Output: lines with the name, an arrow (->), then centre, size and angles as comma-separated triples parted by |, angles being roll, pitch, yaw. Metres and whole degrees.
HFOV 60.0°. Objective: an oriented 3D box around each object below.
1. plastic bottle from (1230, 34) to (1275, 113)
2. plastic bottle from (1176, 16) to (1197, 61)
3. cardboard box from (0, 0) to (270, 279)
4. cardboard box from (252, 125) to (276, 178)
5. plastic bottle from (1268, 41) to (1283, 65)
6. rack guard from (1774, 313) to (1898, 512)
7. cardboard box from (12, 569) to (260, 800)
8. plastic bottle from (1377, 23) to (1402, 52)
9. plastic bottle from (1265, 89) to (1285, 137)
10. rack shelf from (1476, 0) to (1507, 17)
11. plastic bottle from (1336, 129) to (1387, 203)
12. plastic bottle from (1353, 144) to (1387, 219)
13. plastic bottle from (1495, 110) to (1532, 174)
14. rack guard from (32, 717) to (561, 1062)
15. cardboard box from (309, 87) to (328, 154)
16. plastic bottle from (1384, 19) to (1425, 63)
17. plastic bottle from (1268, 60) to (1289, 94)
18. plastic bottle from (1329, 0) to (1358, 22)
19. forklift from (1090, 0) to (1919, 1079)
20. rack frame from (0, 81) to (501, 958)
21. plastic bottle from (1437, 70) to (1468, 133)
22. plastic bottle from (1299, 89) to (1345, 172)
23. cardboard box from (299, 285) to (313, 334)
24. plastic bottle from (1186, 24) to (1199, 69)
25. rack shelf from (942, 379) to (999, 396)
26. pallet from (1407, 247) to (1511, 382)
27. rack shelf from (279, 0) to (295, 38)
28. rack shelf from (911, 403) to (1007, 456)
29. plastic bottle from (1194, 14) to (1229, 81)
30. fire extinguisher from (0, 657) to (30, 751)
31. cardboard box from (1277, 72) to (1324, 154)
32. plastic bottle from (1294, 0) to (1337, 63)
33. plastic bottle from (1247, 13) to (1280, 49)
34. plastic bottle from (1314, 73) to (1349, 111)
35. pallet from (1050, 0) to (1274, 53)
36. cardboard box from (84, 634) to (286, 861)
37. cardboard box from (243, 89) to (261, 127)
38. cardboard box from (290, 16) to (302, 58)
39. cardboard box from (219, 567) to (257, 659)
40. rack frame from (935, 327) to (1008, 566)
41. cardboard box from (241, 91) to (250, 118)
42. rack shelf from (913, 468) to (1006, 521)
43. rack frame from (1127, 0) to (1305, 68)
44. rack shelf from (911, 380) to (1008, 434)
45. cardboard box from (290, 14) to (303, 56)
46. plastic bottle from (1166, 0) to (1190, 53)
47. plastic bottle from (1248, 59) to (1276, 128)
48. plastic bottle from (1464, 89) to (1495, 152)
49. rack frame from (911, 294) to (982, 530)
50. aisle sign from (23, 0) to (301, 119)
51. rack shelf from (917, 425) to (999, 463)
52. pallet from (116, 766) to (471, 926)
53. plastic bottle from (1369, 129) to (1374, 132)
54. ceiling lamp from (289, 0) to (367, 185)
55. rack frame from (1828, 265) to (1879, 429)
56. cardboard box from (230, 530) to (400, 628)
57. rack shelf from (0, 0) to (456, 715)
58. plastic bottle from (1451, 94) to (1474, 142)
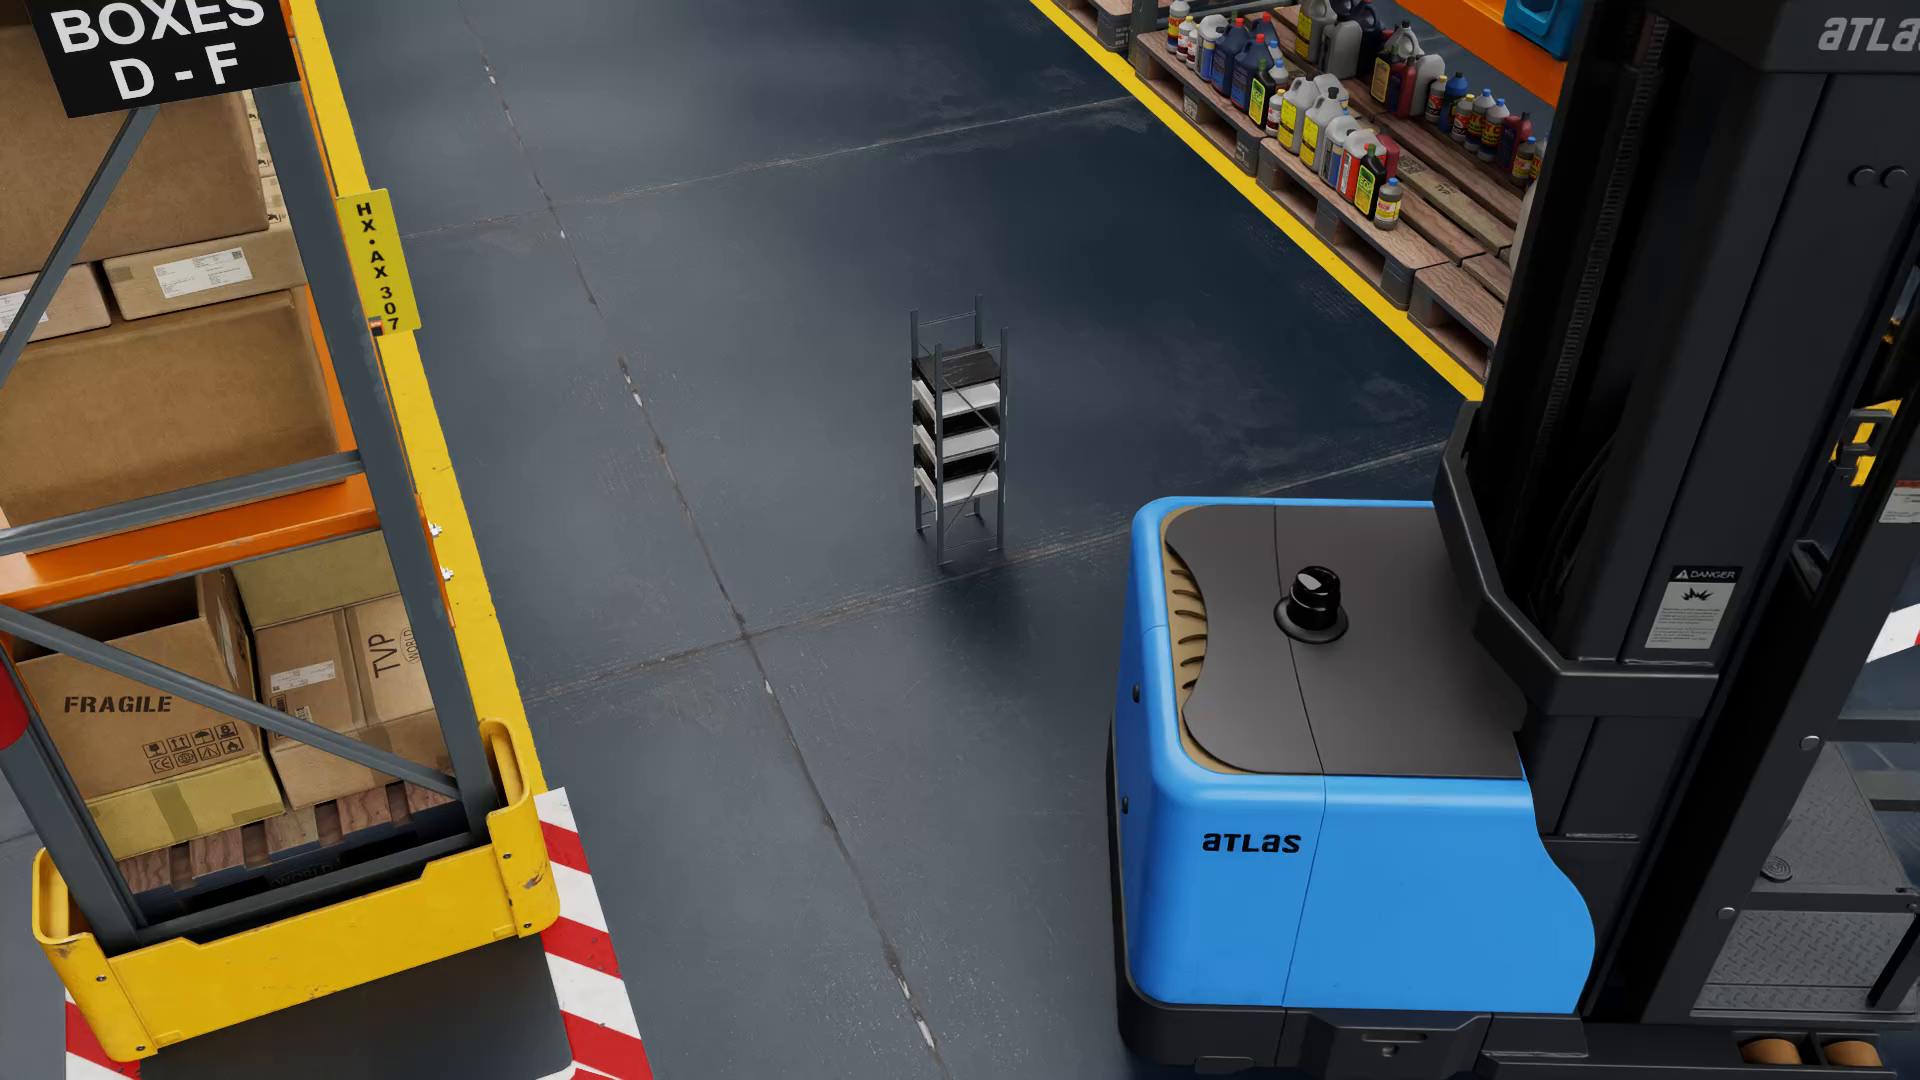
plastic bottle -> 1.353, -2.167, 7.664 | 0.144, 0.351, 0.185 | -17, 43, -19
plastic bottle -> 1.111, -2.451, 8.109 | 0.097, 0.201, 0.097 | 0, 41, 0
cardboard box -> -1.879, -0.911, 3.437 | 0.700, 0.500, 0.500 | -15, 43, -17
cardboard box -> -1.747, -0.797, 3.802 | 0.389, 0.149, 0.264 | -15, 43, -16
plastic bottle -> 1.448, -2.193, 7.755 | 0.097, 0.271, 0.097 | 0, 41, 0
rack guard -> 2.813, -0.385, 5.814 | 1.175, 0.500, 0.348 | -15, 43, -17
cardboard box -> -2.172, 0.285, 4.329 | 0.500, 0.500, 0.500 | -15, 43, -17
plastic bottle -> 2.042, -2.325, 7.900 | 0.061, 0.283, 0.133 | -12, 42, -14
plastic bottle -> 1.439, -1.934, 7.507 | 0.097, 0.201, 0.097 | 0, 41, 0
rack shelf -> 2.120, -2.305, 6.531 | 0.919, 0.124, 3.809 | -15, 43, -17
plastic bottle -> 1.707, -1.588, 7.048 | 0.152, 0.276, 0.135 | -15, 43, -17
plastic bottle -> 1.716, -1.498, 6.937 | 0.061, 0.283, 0.133 | -14, 43, -16
plastic bottle -> 2.410, -1.746, 7.226 | 0.061, 0.283, 0.133 | -14, 43, -16
rack guard -> -1.683, 0.897, 4.323 | 1.175, 0.500, 0.348 | -15, 43, -17
cardboard box -> -3.148, -1.896, 7.441 | 0.500, 0.250, 0.500 | -16, 43, -18
plastic bottle -> 2.065, -2.244, 7.753 | 0.144, 0.351, 0.185 | -15, 43, -17
plastic bottle -> 1.444, -2.058, 7.597 | 0.097, 0.271, 0.097 | 0, 41, 0
plastic bottle -> 1.868, -2.554, 8.114 | 0.144, 0.351, 0.185 | -16, 43, -18
forklift -> 1.879, -0.048, 3.558 | 3.031, 2.935, 1.130 | 3, 41, 4
rack frame -> -1.692, -0.065, 3.525 | 1.000, 3.000, 0.127 | -15, 43, -17
plastic bottle -> 2.233, -1.989, 7.518 | 0.097, 0.271, 0.097 | 0, 41, 0
plastic bottle -> 1.587, -1.799, 7.235 | 0.144, 0.351, 0.185 | -13, 42, -15
cardboard box -> -2.064, -0.702, 4.189 | 0.700, 0.500, 0.500 | -14, 43, -16
plastic bottle -> 1.150, -2.390, 8.037 | 0.097, 0.201, 0.097 | 0, 41, 0
rack shelf -> -0.003, -0.537, 5.298 | 0.199, 0.015, 0.184 | -15, 43, -17
pallet -> 2.507, -0.766, 6.479 | 1.003, 0.211, 1.213 | -15, 43, -17
rack shelf -> -2.457, -2.134, 4.182 | 1.077, 0.370, 4.000 | -15, 43, -17
rack shelf -> -0.003, -0.389, 5.425 | 0.258, 0.077, 0.200 | -15, 43, -17
plastic bottle -> 1.221, -2.353, 7.937 | 0.152, 0.276, 0.135 | -14, 43, -15
fire extinguisher -> -2.076, 0.152, 3.333 | 0.296, 0.674, 0.183 | -15, 43, -17
cardboard box -> -1.123, -2.335, 7.706 | 4.512, 0.551, 3.341 | -16, 43, -18
plastic bottle -> 1.735, -2.518, 8.072 | 0.144, 0.351, 0.185 | -15, 43, -17
plastic bottle -> 1.414, -2.317, 7.838 | 0.144, 0.351, 0.185 | -15, 43, -17
plastic bottle -> 1.643, -1.935, 7.451 | 0.152, 0.276, 0.135 | -15, 43, -17
pallet -> 1.019, -3.114, 9.209 | 1.003, 0.211, 1.213 | -15, 43, -17
cardboard box -> -2.170, 0.569, 4.574 | 0.500, 0.250, 0.500 | -15, 43, -17
cardboard box -> -1.841, -0.948, 3.977 | 0.380, 0.149, 0.250 | -15, 43, -17
cardboard box -> -3.151, -2.115, 7.265 | 0.500, 0.311, 0.500 | -15, 43, -17
cardboard box -> -2.373, 0.271, 4.921 | 0.500, 0.250, 0.500 | -15, 43, -17
rack frame -> 0.036, -0.285, 5.391 | 0.240, 0.900, 0.006 | -15, 43, -17
cardboard box -> -2.086, -1.226, 3.804 | 0.700, 0.500, 0.500 | -16, 43, -18
rack shelf -> -0.003, -0.184, 5.601 | 0.258, 0.077, 0.200 | -15, 43, -17
rack frame -> 1.355, -3.708, 7.761 | 1.000, 3.000, 0.127 | -15, 43, -17
rack shelf -> -0.003, -0.457, 5.367 | 0.258, 0.077, 0.200 | -15, 43, -17
cardboard box -> -3.337, -2.418, 7.618 | 0.500, 0.311, 0.500 | -16, 43, -17
plastic bottle -> 1.072, -2.539, 8.157 | 0.097, 0.271, 0.097 | 0, 41, 0
plastic bottle -> 1.377, -2.032, 7.558 | 0.061, 0.283, 0.133 | -13, 42, -15
plastic bottle -> 2.310, -1.867, 7.376 | 0.097, 0.271, 0.097 | 0, 41, 0
rack frame -> -0.042, -0.407, 5.534 | 0.240, 0.900, 0.006 | -15, 43, -17
aisle sign -> -1.384, -1.087, 2.720 | 0.394, 0.787, 0.004 | -15, 43, -17
rack shelf -> -0.003, -0.336, 5.471 | 0.221, 0.026, 0.190 | -15, 43, -17
pallet -> -2.024, 0.542, 4.958 | 1.003, 0.211, 1.213 | -15, 43, -17
plastic bottle -> 1.762, -1.686, 7.219 | 0.097, 0.201, 0.097 | 0, 41, 0
ceiling lamp -> -3.571, -2.857, 9.072 | 0.159, 0.001, 4.000 | -15, 43, -17
rack frame -> 2.889, -1.299, 4.960 | 0.949, 2.616, 0.053 | -15, 43, -17
cardboard box -> -1.885, -0.145, 4.830 | 0.500, 0.500, 0.500 | -15, 43, -17
rack shelf -> -2.457, -0.997, 5.160 | 1.077, 0.370, 4.000 | -15, 43, -17
plastic bottle -> 2.272, -1.901, 7.468 | 0.097, 0.201, 0.097 | 0, 41, 0
